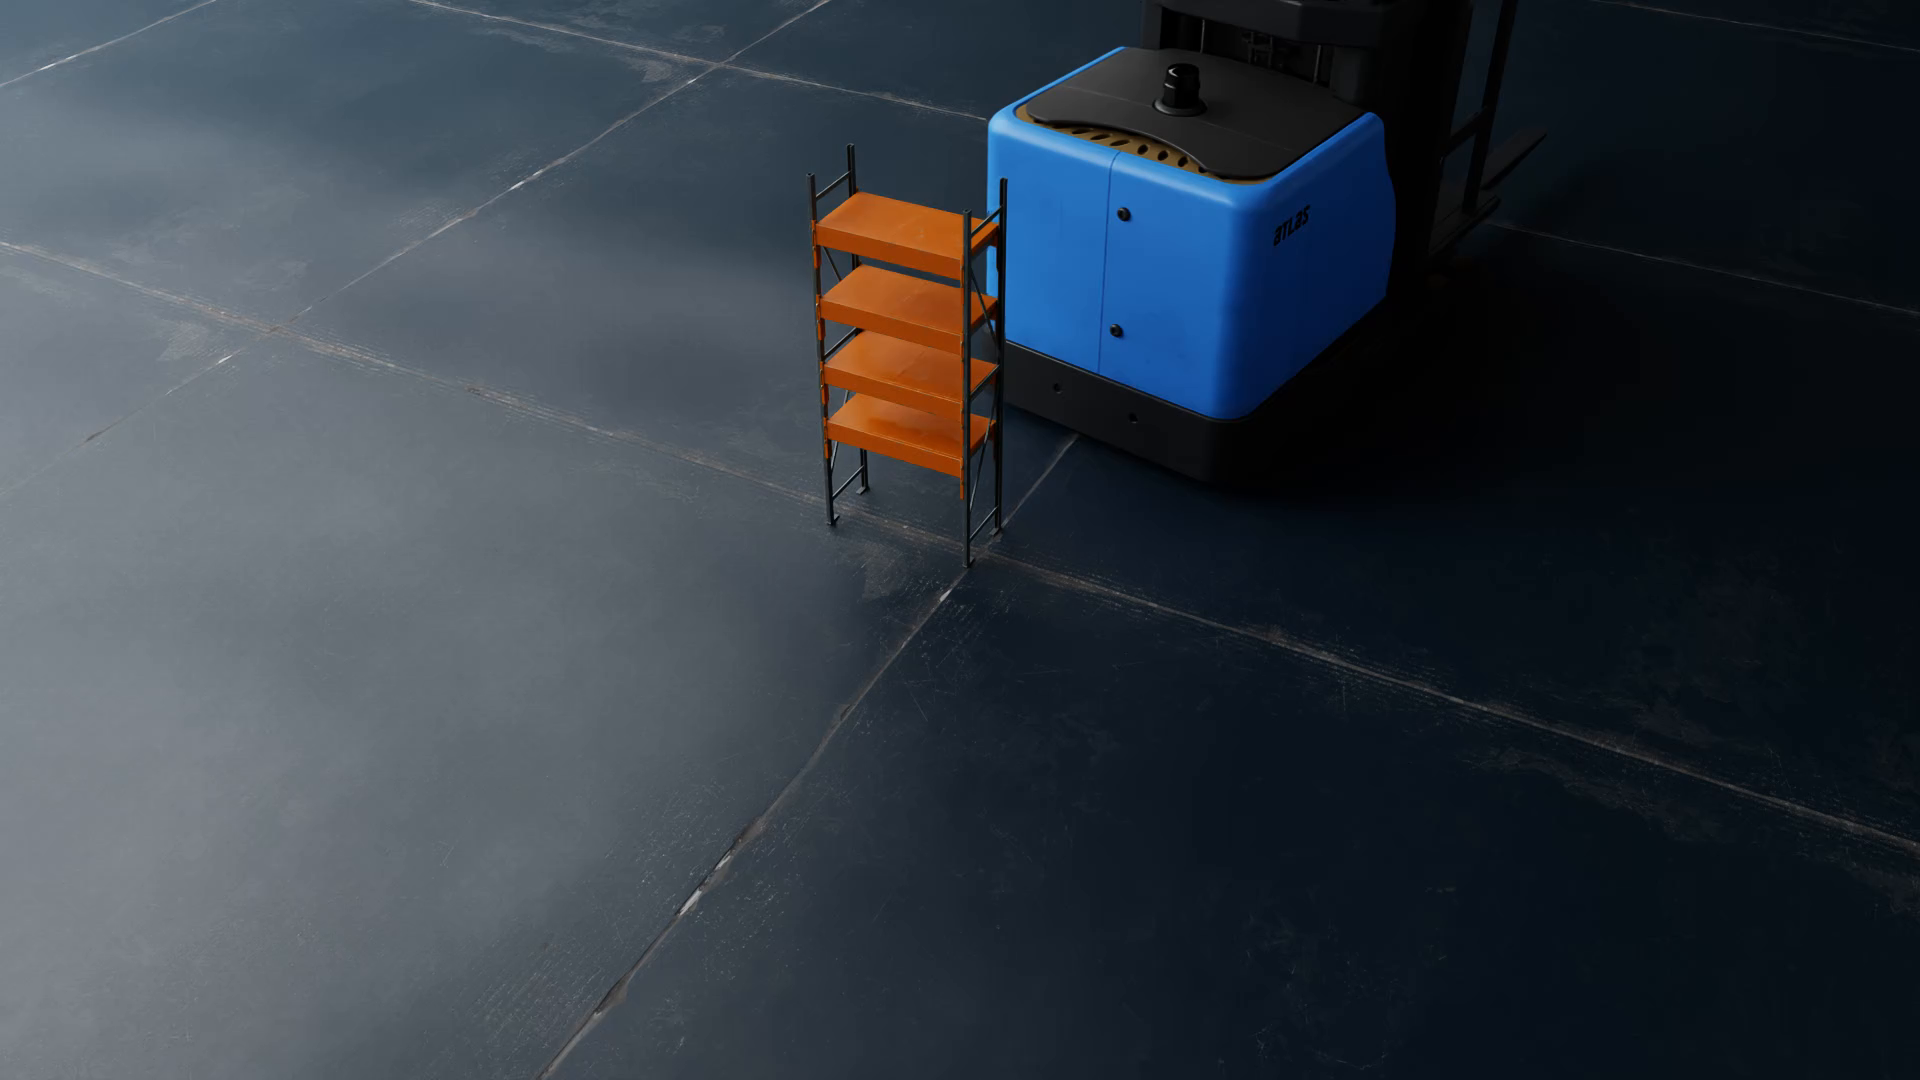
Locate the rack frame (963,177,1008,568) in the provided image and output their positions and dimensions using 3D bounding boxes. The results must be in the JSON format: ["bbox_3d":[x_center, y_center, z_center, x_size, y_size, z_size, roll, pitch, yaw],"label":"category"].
[{"bbox_3d":[0.070,-0.456,4.858,0.015,1.200,0.240,17,41,21],"label":"rack frame"}]

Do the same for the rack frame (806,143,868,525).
[{"bbox_3d":[-0.364,-0.592,5.037,0.015,1.200,0.240,17,41,21],"label":"rack frame"}]

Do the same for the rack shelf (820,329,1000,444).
[{"bbox_3d":[-0.147,-0.470,4.989,0.480,0.148,0.258,17,41,21],"label":"rack shelf"}]

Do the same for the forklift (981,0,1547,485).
[{"bbox_3d":[1.370,-2.180,5.698,1.130,2.935,3.031,25,44,29],"label":"forklift"}]

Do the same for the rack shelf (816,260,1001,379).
[{"bbox_3d":[-0.147,-0.649,4.853,0.480,0.148,0.258,17,41,21],"label":"rack shelf"}]

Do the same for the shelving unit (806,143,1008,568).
[{"bbox_3d":[-0.147,-0.524,4.948,0.503,1.200,0.258,17,41,21],"label":"shelving unit"}]

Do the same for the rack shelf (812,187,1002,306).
[{"bbox_3d":[-0.147,-0.837,4.710,0.480,0.148,0.258,17,41,21],"label":"rack shelf"}]

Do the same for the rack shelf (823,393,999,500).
[{"bbox_3d":[-0.147,-0.312,5.109,0.480,0.148,0.258,17,41,21],"label":"rack shelf"}]
